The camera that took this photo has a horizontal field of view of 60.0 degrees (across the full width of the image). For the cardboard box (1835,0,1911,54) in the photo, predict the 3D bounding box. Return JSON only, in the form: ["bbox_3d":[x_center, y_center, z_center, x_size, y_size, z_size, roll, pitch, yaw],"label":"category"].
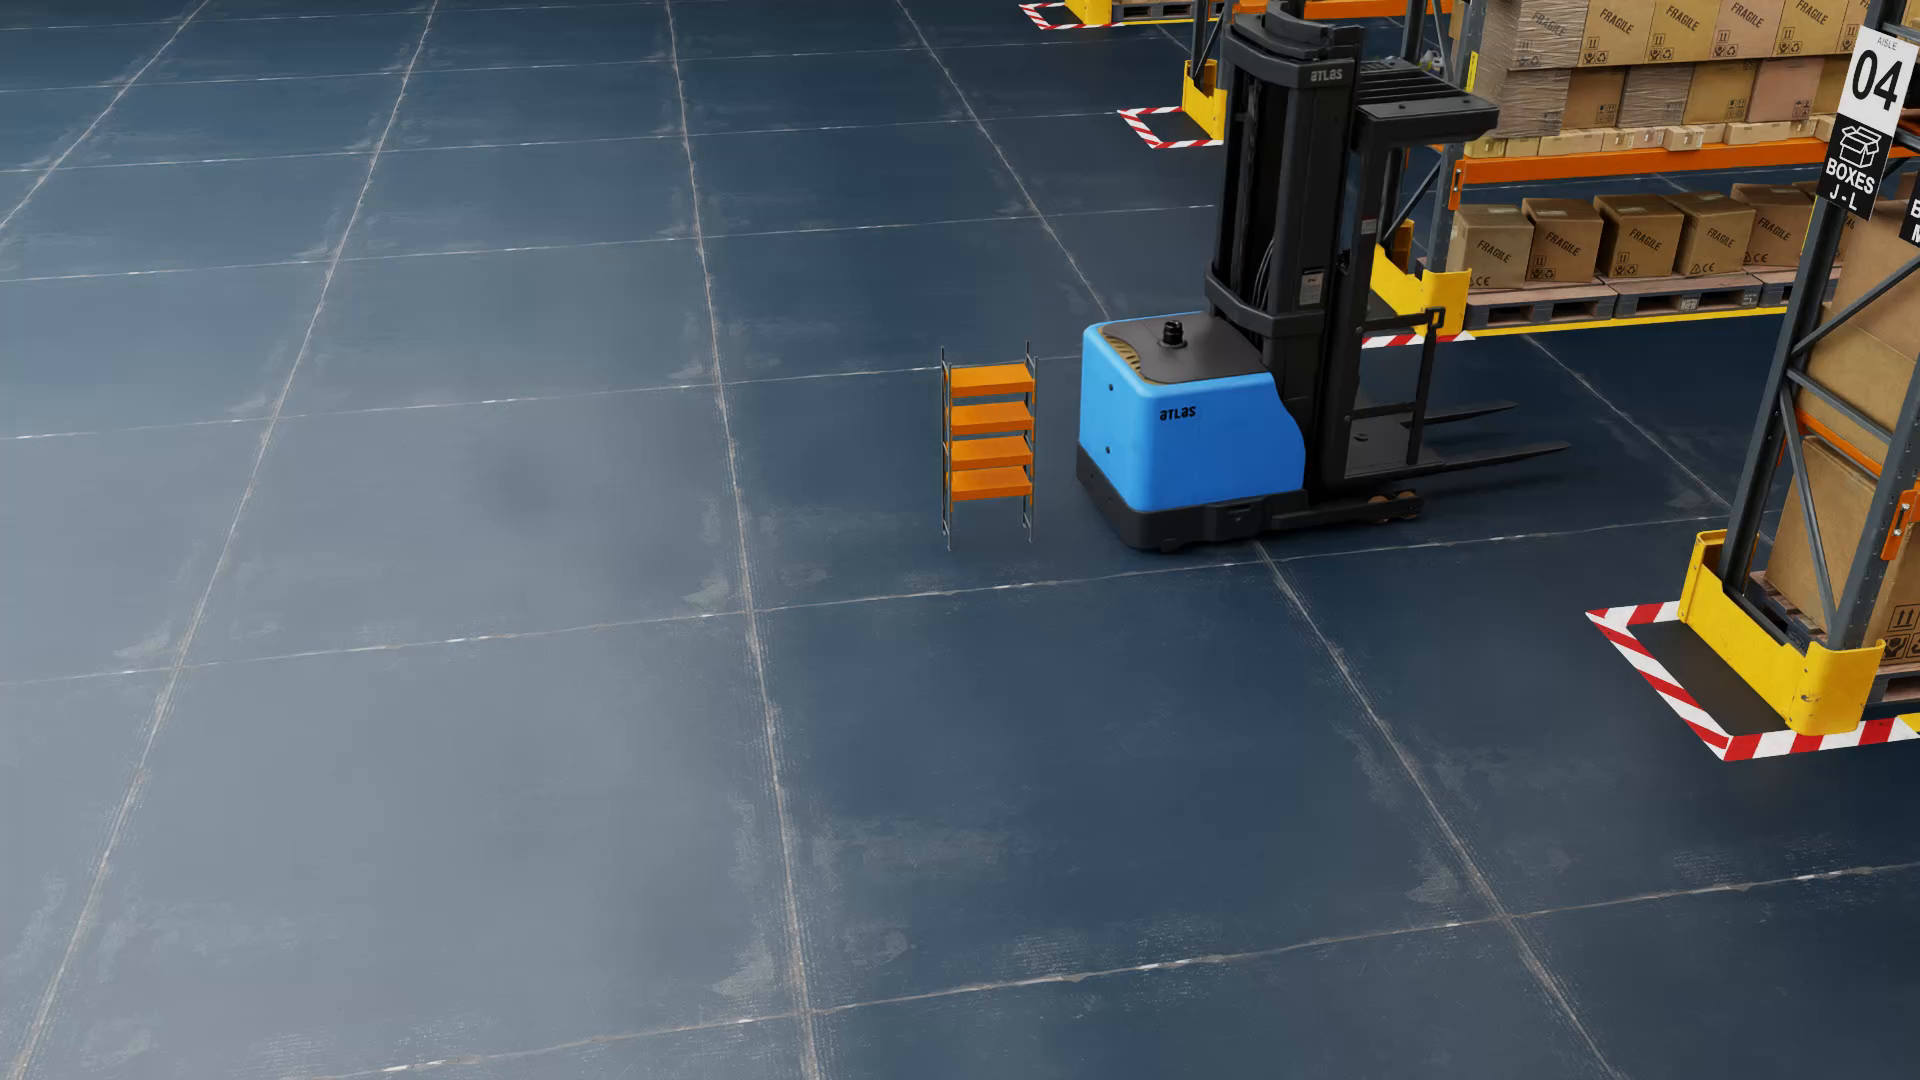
[{"bbox_3d":[6.491,-3.852,12.077,0.500,0.500,0.500,-5,31,-9],"label":"cardboard box"}]

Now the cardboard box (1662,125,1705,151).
[{"bbox_3d":[5.258,-2.996,12.248,0.250,0.149,0.380,-5,31,-9],"label":"cardboard box"}]

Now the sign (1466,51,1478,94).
[{"bbox_3d":[3.539,-3.211,11.513,0.005,0.325,0.100,-5,31,-9],"label":"sign"}]

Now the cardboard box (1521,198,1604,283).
[{"bbox_3d":[4.641,-2.333,12.924,0.500,0.500,0.500,2,31,4],"label":"cardboard box"}]

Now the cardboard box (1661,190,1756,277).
[{"bbox_3d":[5.817,-2.409,13.054,0.500,0.500,0.500,-8,31,-13],"label":"cardboard box"}]

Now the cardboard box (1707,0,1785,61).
[{"bbox_3d":[5.507,-3.763,11.925,0.500,0.500,0.500,-5,31,-9],"label":"cardboard box"}]

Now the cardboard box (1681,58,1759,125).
[{"bbox_3d":[5.451,-3.486,12.442,0.500,0.500,0.875,-5,31,-9],"label":"cardboard box"}]

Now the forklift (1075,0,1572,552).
[{"bbox_3d":[2.299,-1.608,9.708,3.031,2.935,1.130,-9,32,-14],"label":"forklift"}]

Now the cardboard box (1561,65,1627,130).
[{"bbox_3d":[4.458,-3.422,12.333,0.500,0.500,0.875,-5,31,-9],"label":"cardboard box"}]

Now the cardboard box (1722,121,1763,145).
[{"bbox_3d":[5.739,-3.070,12.374,0.250,0.149,0.380,-5,31,-9],"label":"cardboard box"}]

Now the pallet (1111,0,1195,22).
[{"bbox_3d":[2.406,-6.937,21.453,1.213,0.211,1.003,-5,31,-9],"label":"pallet"}]

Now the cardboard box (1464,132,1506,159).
[{"bbox_3d":[3.765,-2.908,12.098,0.250,0.149,0.380,-5,31,-9],"label":"cardboard box"}]

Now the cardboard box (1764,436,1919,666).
[{"bbox_3d":[4.891,0.013,8.564,0.875,0.875,0.875,-5,31,-9],"label":"cardboard box"}]

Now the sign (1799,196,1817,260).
[{"bbox_3d":[4.151,-1.500,8.079,0.005,0.325,0.100,-5,31,-9],"label":"sign"}]

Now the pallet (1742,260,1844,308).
[{"bbox_3d":[6.722,-2.193,13.386,1.213,0.211,1.003,-5,31,-9],"label":"pallet"}]

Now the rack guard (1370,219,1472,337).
[{"bbox_3d":[3.516,-2.038,12.837,0.348,0.500,1.175,-5,31,-9],"label":"rack guard"}]

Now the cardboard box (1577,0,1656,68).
[{"bbox_3d":[4.525,-3.668,11.764,0.500,0.500,0.500,-5,31,-9],"label":"cardboard box"}]

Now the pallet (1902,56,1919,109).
[{"bbox_3d":[4.963,-1.954,7.357,1.213,0.211,1.003,-5,31,-9],"label":"pallet"}]

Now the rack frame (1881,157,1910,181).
[{"bbox_3d":[7.376,-3.474,12.813,0.127,3.000,1.000,-5,31,-9],"label":"rack frame"}]

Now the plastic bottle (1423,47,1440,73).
[{"bbox_3d":[5.011,-5.068,17.704,0.185,0.351,0.144,-6,31,-9],"label":"plastic bottle"}]

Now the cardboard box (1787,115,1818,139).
[{"bbox_3d":[6.218,-3.153,12.515,0.250,0.149,0.380,-5,31,-9],"label":"cardboard box"}]

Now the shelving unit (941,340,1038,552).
[{"bbox_3d":[0.163,-0.532,9.586,0.503,1.200,0.258,-5,31,-9],"label":"shelving unit"}]

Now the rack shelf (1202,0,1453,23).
[{"bbox_3d":[4.517,-5.451,16.885,4.000,0.370,1.077,-5,31,-9],"label":"rack shelf"}]

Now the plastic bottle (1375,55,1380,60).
[{"bbox_3d":[4.389,-5.003,17.659,0.133,0.283,0.061,-5,31,-8],"label":"plastic bottle"}]

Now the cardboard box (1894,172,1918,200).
[{"bbox_3d":[7.984,-2.631,13.412,0.500,0.500,0.700,-8,31,-13],"label":"cardboard box"}]

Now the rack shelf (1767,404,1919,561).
[{"bbox_3d":[6.203,-0.499,8.464,4.000,0.370,1.077,-5,31,-9],"label":"rack shelf"}]

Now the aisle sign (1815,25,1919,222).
[{"bbox_3d":[4.112,-1.890,7.555,0.004,0.787,0.394,-5,31,-9],"label":"aisle sign"}]

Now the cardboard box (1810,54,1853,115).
[{"bbox_3d":[6.424,-3.607,12.647,0.500,0.500,0.875,-5,31,-9],"label":"cardboard box"}]

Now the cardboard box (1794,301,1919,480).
[{"bbox_3d":[4.592,-0.748,8.029,0.550,0.550,0.875,-5,31,-9],"label":"cardboard box"}]

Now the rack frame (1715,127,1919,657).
[{"bbox_3d":[4.235,-0.627,7.971,0.127,3.000,1.000,-5,31,-9],"label":"rack frame"}]

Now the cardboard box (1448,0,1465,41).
[{"bbox_3d":[3.938,-3.884,12.133,0.500,0.500,0.500,-5,31,-9],"label":"cardboard box"}]

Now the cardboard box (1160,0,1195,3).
[{"bbox_3d":[2.720,-7.029,21.158,0.500,0.250,0.500,-5,31,-9],"label":"cardboard box"}]

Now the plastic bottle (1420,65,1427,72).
[{"bbox_3d":[4.893,-4.931,17.617,0.097,0.201,0.097,0,30,0],"label":"plastic bottle"}]

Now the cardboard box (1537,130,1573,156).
[{"bbox_3d":[4.263,-2.936,12.146,0.250,0.149,0.380,-5,31,-9],"label":"cardboard box"}]

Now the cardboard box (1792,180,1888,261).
[{"bbox_3d":[6.975,-2.561,13.312,0.500,0.500,0.500,-6,31,-10],"label":"cardboard box"}]

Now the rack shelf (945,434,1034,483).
[{"bbox_3d":[0.163,-0.474,9.620,0.480,0.148,0.258,-5,31,-9],"label":"rack shelf"}]

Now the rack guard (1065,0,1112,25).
[{"bbox_3d":[1.637,-6.968,21.222,0.348,0.500,1.175,-5,31,-9],"label":"rack guard"}]

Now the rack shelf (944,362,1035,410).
[{"bbox_3d":[0.163,-0.871,9.387,0.480,0.148,0.258,-5,31,-9],"label":"rack shelf"}]

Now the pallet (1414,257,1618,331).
[{"bbox_3d":[4.322,-1.970,13.007,1.213,0.211,1.003,-5,31,-9],"label":"pallet"}]

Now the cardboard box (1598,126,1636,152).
[{"bbox_3d":[4.752,-2.989,12.236,0.250,0.149,0.380,-5,31,-9],"label":"cardboard box"}]

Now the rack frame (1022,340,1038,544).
[{"bbox_3d":[0.403,-0.555,9.624,0.015,1.200,0.240,-5,31,-9],"label":"rack frame"}]
